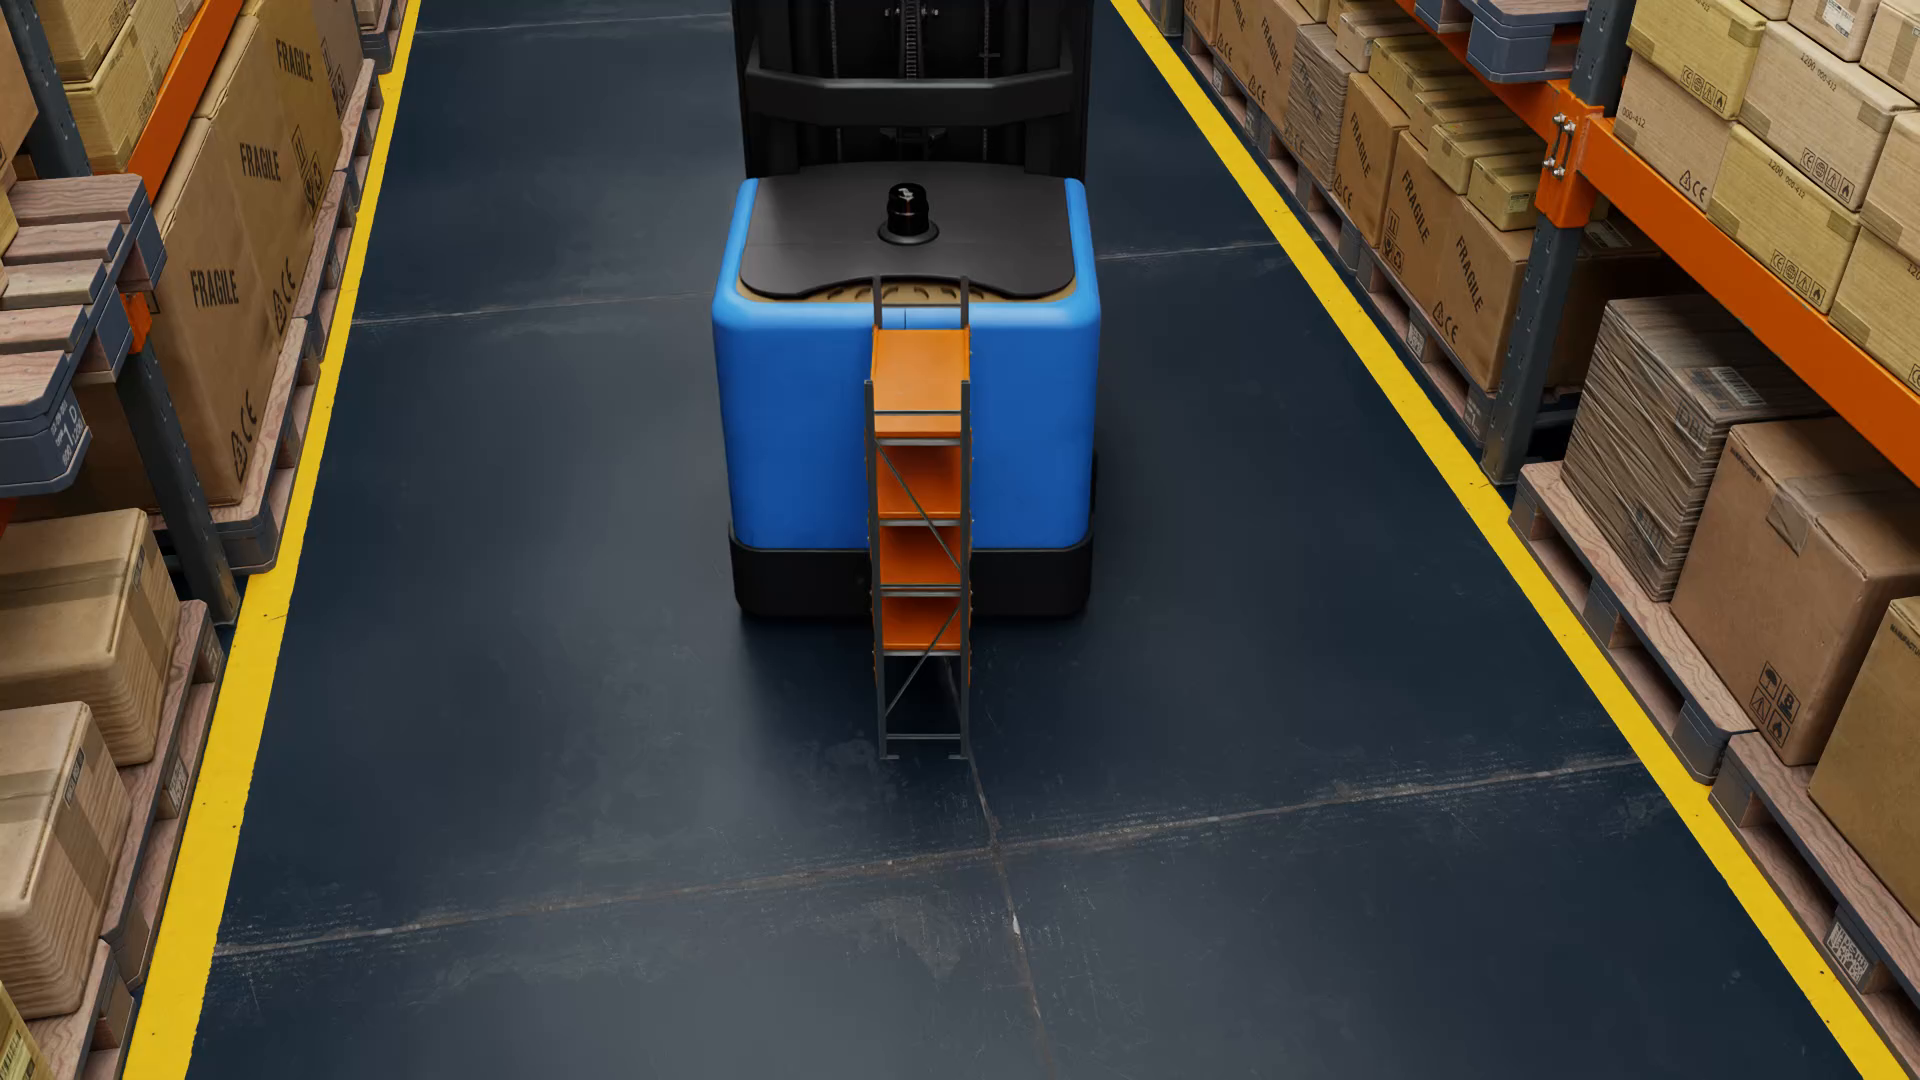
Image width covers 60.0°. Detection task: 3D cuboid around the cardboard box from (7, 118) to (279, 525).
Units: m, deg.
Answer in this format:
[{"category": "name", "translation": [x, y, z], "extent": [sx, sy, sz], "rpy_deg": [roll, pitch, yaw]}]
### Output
[{"category": "cardboard box", "translation": [-2.686, -0.663, 5.048], "extent": [0.875, 0.875, 0.875], "rpy_deg": [-7, 38, -8]}]

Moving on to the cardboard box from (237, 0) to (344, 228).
[{"category": "cardboard box", "translation": [-2.995, -1.742, 6.437], "extent": [0.875, 0.875, 0.875], "rpy_deg": [-5, 38, -7]}]

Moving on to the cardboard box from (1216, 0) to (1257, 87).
[{"category": "cardboard box", "translation": [1.504, -2.404, 7.594], "extent": [0.500, 0.500, 0.500], "rpy_deg": [-7, 38, -9]}]

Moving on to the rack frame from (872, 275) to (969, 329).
[{"category": "rack frame", "translation": [-0.098, -0.183, 4.507], "extent": [0.240, 1.200, 0.015], "rpy_deg": [0, 38, 0]}]

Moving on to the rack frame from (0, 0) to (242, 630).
[{"category": "rack frame", "translation": [-2.647, -0.910, 3.976], "extent": [1.000, 3.000, 0.127], "rpy_deg": [-6, 38, -8]}]

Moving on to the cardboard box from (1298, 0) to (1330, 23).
[{"category": "cardboard box", "translation": [1.629, -2.270, 6.893], "extent": [0.380, 0.149, 0.250], "rpy_deg": [-5, 38, -6]}]

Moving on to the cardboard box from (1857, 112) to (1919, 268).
[{"category": "cardboard box", "translation": [2.237, -0.669, 3.381], "extent": [0.500, 0.250, 0.500], "rpy_deg": [-7, 38, -9]}]

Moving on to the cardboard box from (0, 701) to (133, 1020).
[{"category": "cardboard box", "translation": [-2.420, 0.749, 3.640], "extent": [0.950, 0.372, 0.625], "rpy_deg": [-7, 38, -9]}]

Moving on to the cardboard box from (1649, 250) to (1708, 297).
[{"category": "cardboard box", "translation": [2.441, -0.909, 5.671], "extent": [0.500, 0.500, 0.500], "rpy_deg": [-5, 38, -6]}]

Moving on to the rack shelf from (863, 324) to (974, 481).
[{"category": "rack shelf", "translation": [-0.097, -0.343, 4.074], "extent": [0.258, 0.148, 0.480], "rpy_deg": [0, 38, 0]}]

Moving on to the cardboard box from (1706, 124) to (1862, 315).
[{"category": "cardboard box", "translation": [2.160, -0.788, 3.942], "extent": [0.500, 0.250, 0.500], "rpy_deg": [-7, 38, -9]}]

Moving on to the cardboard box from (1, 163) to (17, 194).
[{"category": "cardboard box", "translation": [-2.358, -0.804, 3.702], "extent": [0.380, 0.149, 0.250], "rpy_deg": [-5, 38, -6]}]

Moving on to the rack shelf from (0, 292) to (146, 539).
[{"category": "rack shelf", "translation": [-2.296, 0.582, 2.642], "extent": [1.077, 0.370, 4.000], "rpy_deg": [-6, 38, -8]}]

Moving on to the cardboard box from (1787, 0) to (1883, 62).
[{"category": "cardboard box", "translation": [2.123, -1.204, 3.744], "extent": [0.380, 0.149, 0.250], "rpy_deg": [-5, 38, -7]}]

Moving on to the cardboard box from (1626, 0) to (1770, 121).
[{"category": "cardboard box", "translation": [2.052, -1.287, 4.177], "extent": [0.500, 0.250, 0.500], "rpy_deg": [-6, 38, -8]}]

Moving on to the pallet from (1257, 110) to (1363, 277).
[{"category": "pallet", "translation": [1.935, -1.535, 7.054], "extent": [1.003, 0.211, 1.213], "rpy_deg": [-6, 38, -8]}]

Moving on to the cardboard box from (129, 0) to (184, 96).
[{"category": "cardboard box", "translation": [-2.592, -1.481, 4.834], "extent": [0.500, 0.250, 0.500], "rpy_deg": [-7, 38, -9]}]

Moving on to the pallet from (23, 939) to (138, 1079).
[{"category": "pallet", "translation": [-2.301, 1.399, 3.277], "extent": [1.003, 0.211, 1.213], "rpy_deg": [-6, 38, -8]}]

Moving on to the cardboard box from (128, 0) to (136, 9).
[{"category": "cardboard box", "translation": [-2.582, -1.693, 4.699], "extent": [0.500, 0.250, 0.500], "rpy_deg": [-5, 38, -7]}]

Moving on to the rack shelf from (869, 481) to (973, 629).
[{"category": "rack shelf", "translation": [-0.097, 0.020, 4.356], "extent": [0.258, 0.148, 0.480], "rpy_deg": [0, 38, 0]}]

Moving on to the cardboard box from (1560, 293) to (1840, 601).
[{"category": "cardboard box", "translation": [2.335, -0.296, 4.779], "extent": [0.875, 0.625, 0.625], "rpy_deg": [-5, 38, -7]}]

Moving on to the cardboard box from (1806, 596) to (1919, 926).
[{"category": "cardboard box", "translation": [2.576, 0.505, 3.749], "extent": [0.875, 0.625, 0.625], "rpy_deg": [-8, 39, -10]}]

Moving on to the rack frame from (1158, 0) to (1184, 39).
[{"category": "rack frame", "translation": [1.538, -3.862, 7.776], "extent": [1.000, 3.000, 0.127], "rpy_deg": [-6, 38, -8]}]

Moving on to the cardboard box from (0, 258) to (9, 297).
[{"category": "cardboard box", "translation": [-2.151, -0.502, 3.314], "extent": [0.380, 0.149, 0.250], "rpy_deg": [-7, 38, -8]}]

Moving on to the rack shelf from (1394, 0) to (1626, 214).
[{"category": "rack shelf", "translation": [1.889, -2.370, 6.442], "extent": [1.077, 0.370, 4.000], "rpy_deg": [-6, 38, -8]}]

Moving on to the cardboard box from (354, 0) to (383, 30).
[{"category": "cardboard box", "translation": [-3.353, -2.871, 8.246], "extent": [0.875, 0.438, 0.875], "rpy_deg": [-7, 38, -9]}]

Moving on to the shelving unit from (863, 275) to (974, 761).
[{"category": "shelving unit", "translation": [-0.097, -0.033, 4.315], "extent": [0.258, 1.200, 0.503], "rpy_deg": [0, 38, 0]}]

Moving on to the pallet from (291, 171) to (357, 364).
[{"category": "pallet", "translation": [-2.922, -1.028, 6.401], "extent": [1.003, 0.211, 1.213], "rpy_deg": [-6, 38, -8]}]

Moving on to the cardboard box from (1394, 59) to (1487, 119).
[{"category": "cardboard box", "translation": [1.821, -1.642, 6.084], "extent": [0.380, 0.149, 0.250], "rpy_deg": [-5, 38, -7]}]

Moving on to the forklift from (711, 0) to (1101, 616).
[{"category": "forklift", "translation": [-0.142, -1.809, 5.189], "extent": [1.130, 2.935, 3.031], "rpy_deg": [0, 38, 0]}]

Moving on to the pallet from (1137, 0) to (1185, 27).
[{"category": "pallet", "translation": [1.418, -3.176, 9.166], "extent": [1.003, 0.211, 1.213], "rpy_deg": [-6, 38, -8]}]

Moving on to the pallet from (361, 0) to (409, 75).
[{"category": "pallet", "translation": [-3.405, -2.692, 8.543], "extent": [1.003, 0.211, 1.213], "rpy_deg": [-6, 38, -8]}]

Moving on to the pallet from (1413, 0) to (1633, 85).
[{"category": "pallet", "translation": [2.051, -1.772, 5.242], "extent": [1.213, 0.211, 1.003], "rpy_deg": [-6, 38, -8]}]

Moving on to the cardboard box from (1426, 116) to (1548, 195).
[{"category": "cardboard box", "translation": [1.825, -1.313, 5.662], "extent": [0.380, 0.149, 0.250], "rpy_deg": [-8, 39, -10]}]

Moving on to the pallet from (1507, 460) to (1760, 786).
[{"category": "pallet", "translation": [2.345, 0.157, 4.876], "extent": [1.003, 0.211, 1.213], "rpy_deg": [-6, 38, -8]}]

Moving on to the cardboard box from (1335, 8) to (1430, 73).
[{"category": "cardboard box", "translation": [1.698, -1.956, 6.489], "extent": [0.380, 0.149, 0.250], "rpy_deg": [-8, 39, -10]}]

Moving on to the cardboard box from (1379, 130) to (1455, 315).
[{"category": "cardboard box", "translation": [1.876, -1.160, 5.994], "extent": [0.500, 0.500, 0.500], "rpy_deg": [-7, 38, -9]}]

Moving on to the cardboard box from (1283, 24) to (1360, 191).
[{"category": "cardboard box", "translation": [1.672, -1.788, 6.802], "extent": [0.500, 0.500, 0.500], "rpy_deg": [-8, 38, -10]}]
